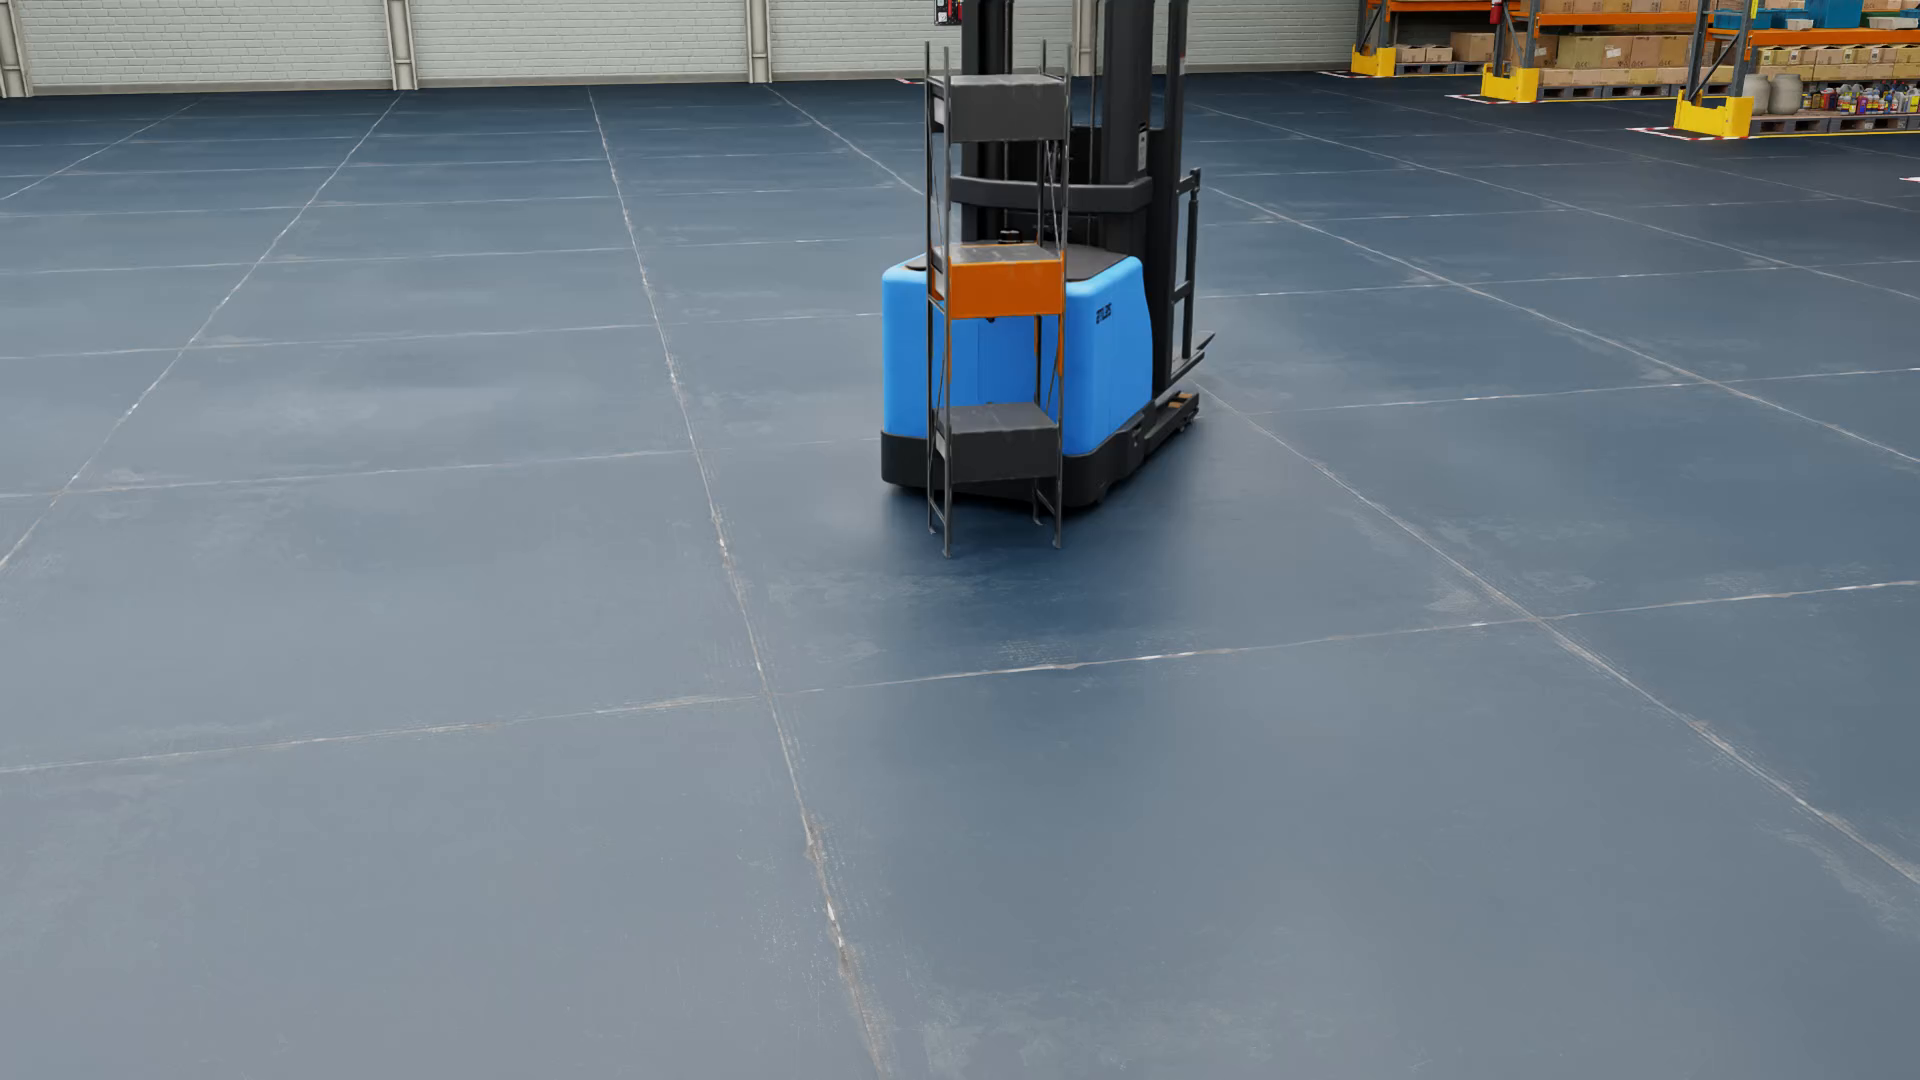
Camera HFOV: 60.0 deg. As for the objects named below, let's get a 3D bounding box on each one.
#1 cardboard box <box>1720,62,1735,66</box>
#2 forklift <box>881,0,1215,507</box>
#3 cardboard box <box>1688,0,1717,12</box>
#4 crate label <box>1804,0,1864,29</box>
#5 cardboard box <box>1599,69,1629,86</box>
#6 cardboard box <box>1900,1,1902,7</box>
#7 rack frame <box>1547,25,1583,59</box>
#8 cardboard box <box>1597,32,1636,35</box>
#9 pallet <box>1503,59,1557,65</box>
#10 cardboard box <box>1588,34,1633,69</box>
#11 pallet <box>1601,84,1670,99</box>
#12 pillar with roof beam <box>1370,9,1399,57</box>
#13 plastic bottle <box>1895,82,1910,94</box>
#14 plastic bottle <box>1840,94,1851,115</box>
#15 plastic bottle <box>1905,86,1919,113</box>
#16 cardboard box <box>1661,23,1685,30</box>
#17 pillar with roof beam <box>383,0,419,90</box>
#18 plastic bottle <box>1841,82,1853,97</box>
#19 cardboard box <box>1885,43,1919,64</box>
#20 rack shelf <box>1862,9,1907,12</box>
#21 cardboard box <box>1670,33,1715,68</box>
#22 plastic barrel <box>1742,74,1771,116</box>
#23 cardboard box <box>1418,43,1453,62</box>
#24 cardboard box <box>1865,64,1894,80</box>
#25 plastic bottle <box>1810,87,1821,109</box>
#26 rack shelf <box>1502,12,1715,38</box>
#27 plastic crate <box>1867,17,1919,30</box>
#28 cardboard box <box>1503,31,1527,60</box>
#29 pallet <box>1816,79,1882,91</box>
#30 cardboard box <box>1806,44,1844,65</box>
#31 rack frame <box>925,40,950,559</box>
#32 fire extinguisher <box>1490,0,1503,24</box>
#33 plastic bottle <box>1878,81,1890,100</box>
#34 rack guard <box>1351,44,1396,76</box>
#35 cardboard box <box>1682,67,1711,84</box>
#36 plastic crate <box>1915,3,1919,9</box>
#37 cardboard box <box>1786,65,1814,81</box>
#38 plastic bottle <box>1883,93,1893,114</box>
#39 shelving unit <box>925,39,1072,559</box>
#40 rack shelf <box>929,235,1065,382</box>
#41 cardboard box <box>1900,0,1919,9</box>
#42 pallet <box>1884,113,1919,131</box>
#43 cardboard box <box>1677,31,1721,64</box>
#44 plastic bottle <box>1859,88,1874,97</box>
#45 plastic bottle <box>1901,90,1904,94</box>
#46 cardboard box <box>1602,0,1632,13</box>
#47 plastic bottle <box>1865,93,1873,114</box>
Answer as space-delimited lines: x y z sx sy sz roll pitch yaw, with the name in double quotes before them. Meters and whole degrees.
"cardboard box" 13.020 -7.832 27.720 0.500 0.250 0.500 -5 21 -13
"forklift" 0.659 -1.998 8.507 1.130 2.935 3.031 8 22 21
"cardboard box" 11.741 -8.762 26.726 0.500 0.500 0.700 -5 21 -13
"crate label" 11.656 -7.074 22.212 0.616 0.435 0.502 -5 21 -12
"cardboard box" 10.336 -7.433 26.633 0.500 0.250 0.500 -5 21 -12
"cardboard box" 15.661 -9.065 27.828 0.500 0.311 0.500 -5 21 -13
"rack frame" 11.540 -10.454 31.491 0.127 3.000 1.000 -5 21 -12
"cardboard box" 10.701 -8.003 27.097 0.500 0.500 0.500 -5 21 -12
"pallet" 10.894 -9.079 31.793 1.213 0.211 1.003 -5 21 -12
"cardboard box" 10.333 -7.789 26.515 0.500 0.500 0.500 -5 21 -12
"pallet" 10.710 -7.340 27.044 1.213 0.211 1.003 -5 21 -12
"pillar with roof beam" 9.120 -11.858 26.603 0.400 9.000 9.100 -5 21 -12
"plastic bottle" 12.972 -6.127 22.891 0.185 0.351 0.144 -5 21 -12
"plastic bottle" 11.763 -5.785 22.074 0.097 0.271 0.097 0 20 0
"plastic bottle" 12.758 -5.912 22.304 0.185 0.351 0.144 -5 21 -13
"cardboard box" 13.675 -10.014 32.196 0.500 0.250 0.500 -5 21 -13
"pillar with roof beam" -8.397 -10.433 22.713 0.400 9.000 9.100 -5 21 -12
"plastic bottle" 12.160 -6.112 22.850 0.185 0.351 0.144 -4 20 -10
"cardboard box" 15.619 -8.115 27.677 0.500 0.311 0.500 -5 21 -13
"rack shelf" 14.630 -8.616 27.521 4.000 0.370 1.077 -5 21 -12
"cardboard box" 11.793 -7.908 26.840 0.500 0.500 0.500 -5 21 -12
"plastic barrel" 10.550 -5.927 22.141 0.421 0.512 0.421 0 20 0
"cardboard box" 8.896 -9.151 31.204 0.500 0.311 0.500 -3 20 -8
"cardboard box" 15.129 -7.814 27.673 0.500 0.250 0.500 -4 21 -11
"plastic bottle" 11.723 -6.059 22.805 0.133 0.283 0.061 -4 21 -11
"rack shelf" 10.737 -8.300 26.657 4.000 0.370 1.077 -5 21 -12
"plastic crate" 12.297 -6.800 21.901 0.437 0.136 0.530 -5 21 -12
"cardboard box" 10.539 -9.391 31.584 0.500 0.500 0.500 -6 21 -17
"pallet" 14.581 -7.656 27.906 1.213 0.211 1.003 -5 21 -12
"cardboard box" 14.134 -7.994 27.347 0.500 0.311 0.500 -5 21 -14
"rack frame" -0.093 -0.971 6.912 0.015 2.100 0.400 -4 21 -12
"fire extinguisher" 8.569 -8.589 26.513 0.183 0.674 0.296 -5 21 -12
"plastic bottle" 12.755 -6.160 22.982 0.185 0.351 0.144 -6 21 -15
"rack guard" 7.721 -8.969 31.073 0.348 0.500 1.175 -5 21 -12
"cardboard box" 11.793 -7.556 26.967 0.500 0.250 0.500 -5 21 -12
"plastic crate" 13.281 -7.109 22.452 0.504 0.338 0.767 -5 21 -12
"cardboard box" 13.630 -7.691 27.336 0.500 0.250 0.500 -4 21 -11
"plastic bottle" 12.391 -5.837 22.214 0.097 0.271 0.097 0 20 0
"shelving unit" 0.145 -0.989 6.962 0.503 2.100 0.431 -4 21 -12
"rack shelf" 0.145 -0.976 6.966 0.480 0.518 0.431 -4 21 -12
"cardboard box" 15.764 -8.831 27.426 0.250 0.149 0.380 -5 21 -12
"pallet" 13.156 -5.789 22.811 1.213 0.211 1.003 -5 21 -12
"cardboard box" 12.160 -8.122 27.423 0.500 0.500 0.500 -5 21 -12
"plastic bottle" 12.400 -6.044 22.773 0.135 0.276 0.152 -5 21 -12
"plastic bottle" 12.709 -5.913 22.404 0.133 0.283 0.061 -5 21 -12
"cardboard box" 10.242 -8.639 26.393 0.500 0.500 0.700 -5 21 -12
"plastic bottle" 12.096 -5.813 22.148 0.097 0.271 0.097 0 20 0
